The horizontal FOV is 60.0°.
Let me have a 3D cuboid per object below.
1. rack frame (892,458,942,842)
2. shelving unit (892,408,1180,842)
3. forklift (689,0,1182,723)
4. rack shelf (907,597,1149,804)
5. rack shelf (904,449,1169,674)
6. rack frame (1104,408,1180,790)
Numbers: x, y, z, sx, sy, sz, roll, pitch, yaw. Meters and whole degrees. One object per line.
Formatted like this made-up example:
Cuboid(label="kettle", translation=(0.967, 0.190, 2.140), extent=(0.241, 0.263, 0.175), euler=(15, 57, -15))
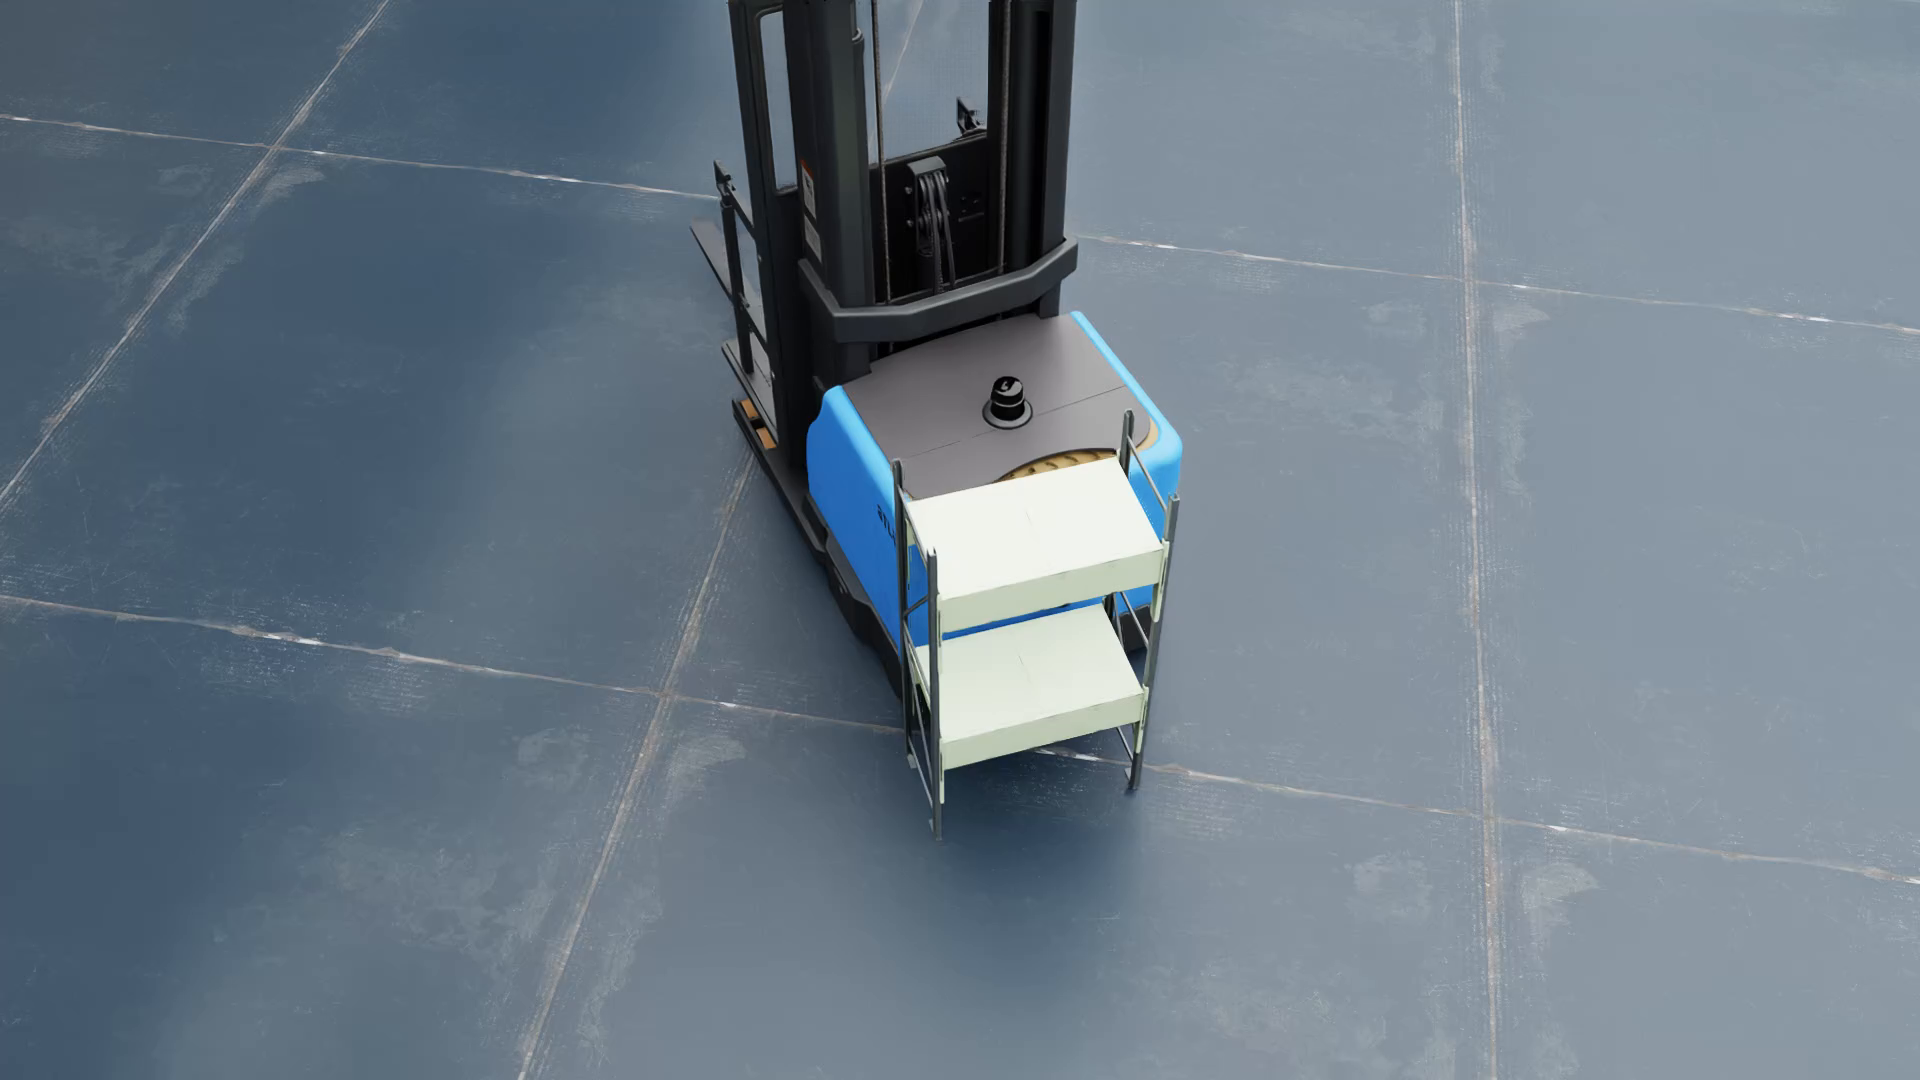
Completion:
Cuboid(label="rack frame", translation=(-0.132, 0.403, 5.351), extent=(0.023, 1.500, 0.400), euler=(-13, 49, -11))
Cuboid(label="shelving unit", translation=(0.218, 0.324, 5.423), extent=(0.755, 1.500, 0.431), euler=(-13, 49, -11))
Cuboid(label="forklift", translation=(-0.316, -1.424, 6.031), extent=(1.130, 2.935, 3.031), euler=(-19, 51, -17))
Cuboid(label="rack shelf", translation=(0.218, 0.542, 5.665), extent=(0.720, 0.370, 0.431), euler=(-13, 49, -11))
Cuboid(label="rack shelf", translation=(0.218, 0.063, 5.132), extent=(0.720, 0.370, 0.431), euler=(-13, 49, -11))
Cuboid(label="rack frame", translation=(0.568, 0.245, 5.494), extent=(0.023, 1.500, 0.400), euler=(-13, 49, -11))
